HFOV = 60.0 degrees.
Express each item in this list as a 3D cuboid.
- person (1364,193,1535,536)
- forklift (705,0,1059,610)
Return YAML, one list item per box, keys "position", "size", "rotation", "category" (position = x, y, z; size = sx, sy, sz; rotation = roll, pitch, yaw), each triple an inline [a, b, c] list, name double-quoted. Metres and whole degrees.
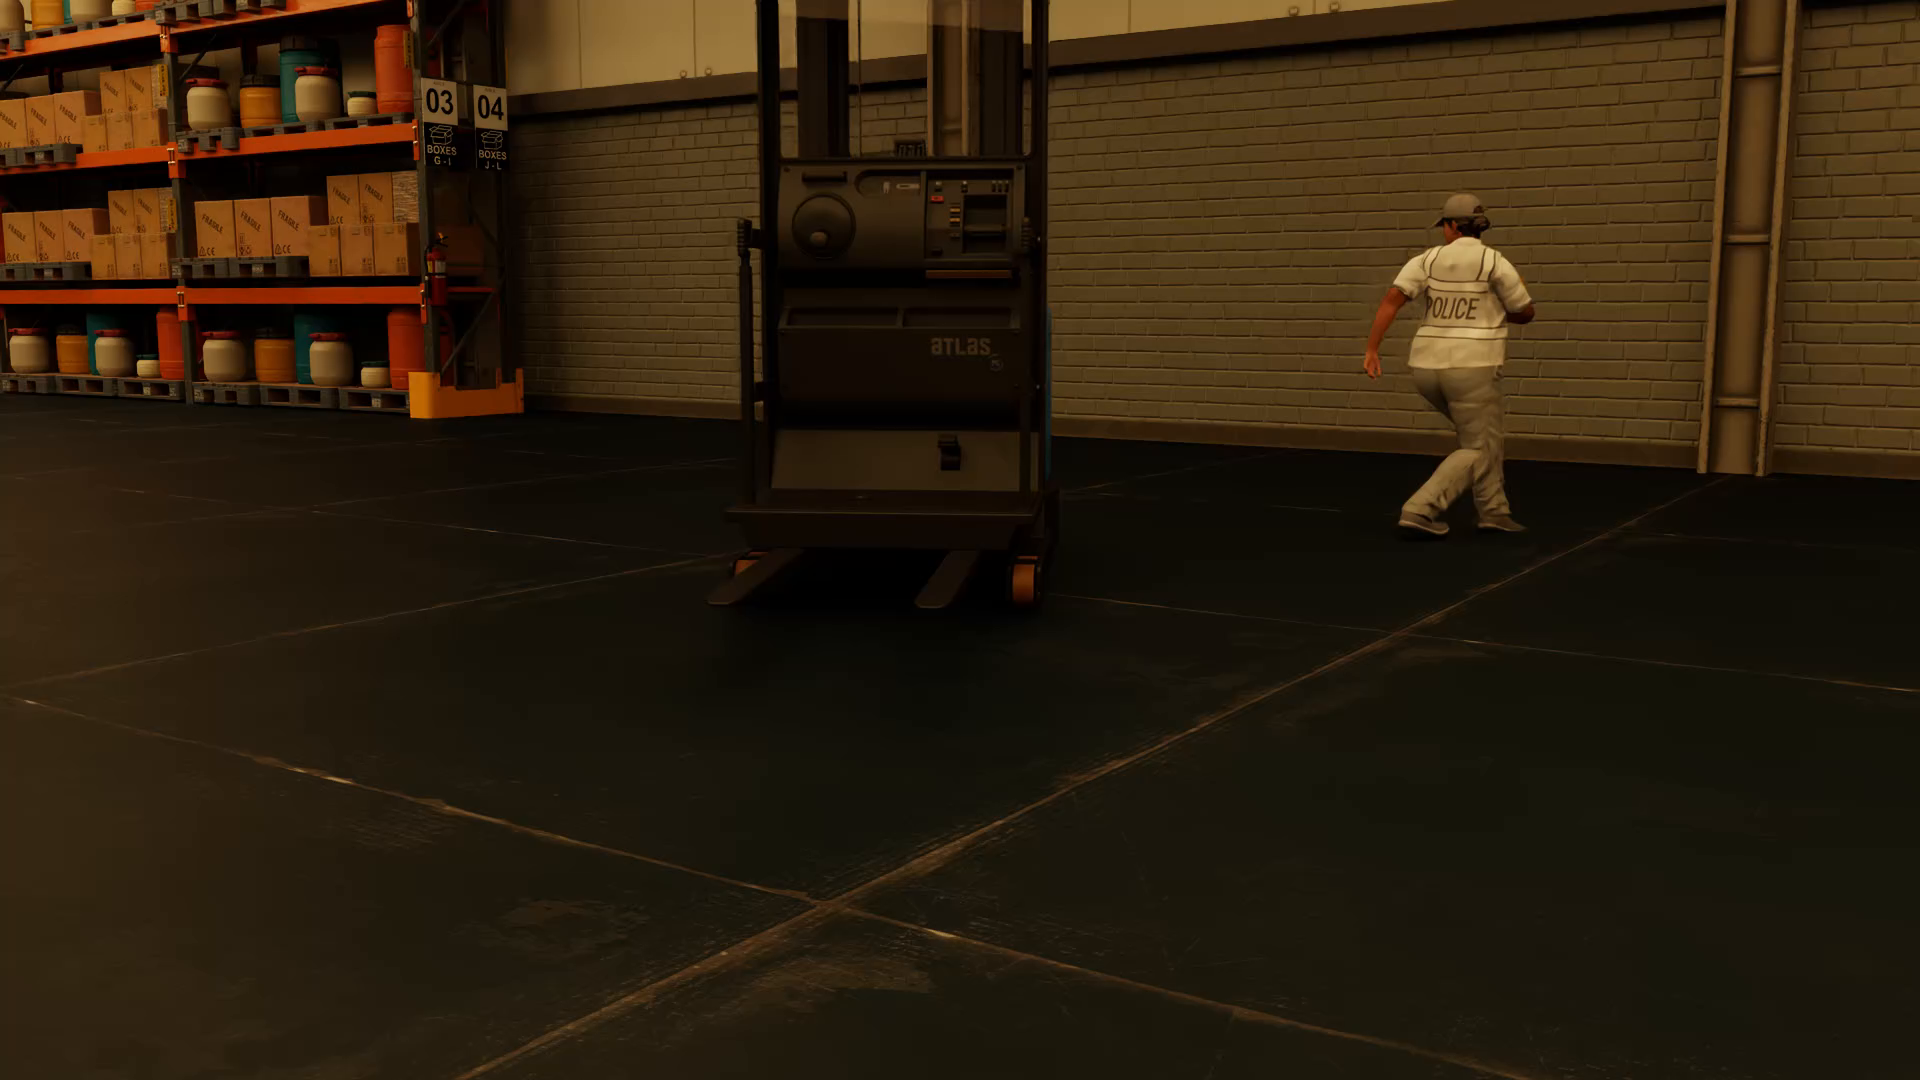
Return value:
- position: [2.330, -0.786, 7.676]
  size: [0.888, 1.603, 0.504]
  rotation: [-5, 9, -29]
  category: "person"
- position: [-0.238, -1.256, 6.026]
  size: [1.130, 2.935, 3.031]
  rotation: [1, 8, 6]
  category: "forklift"
